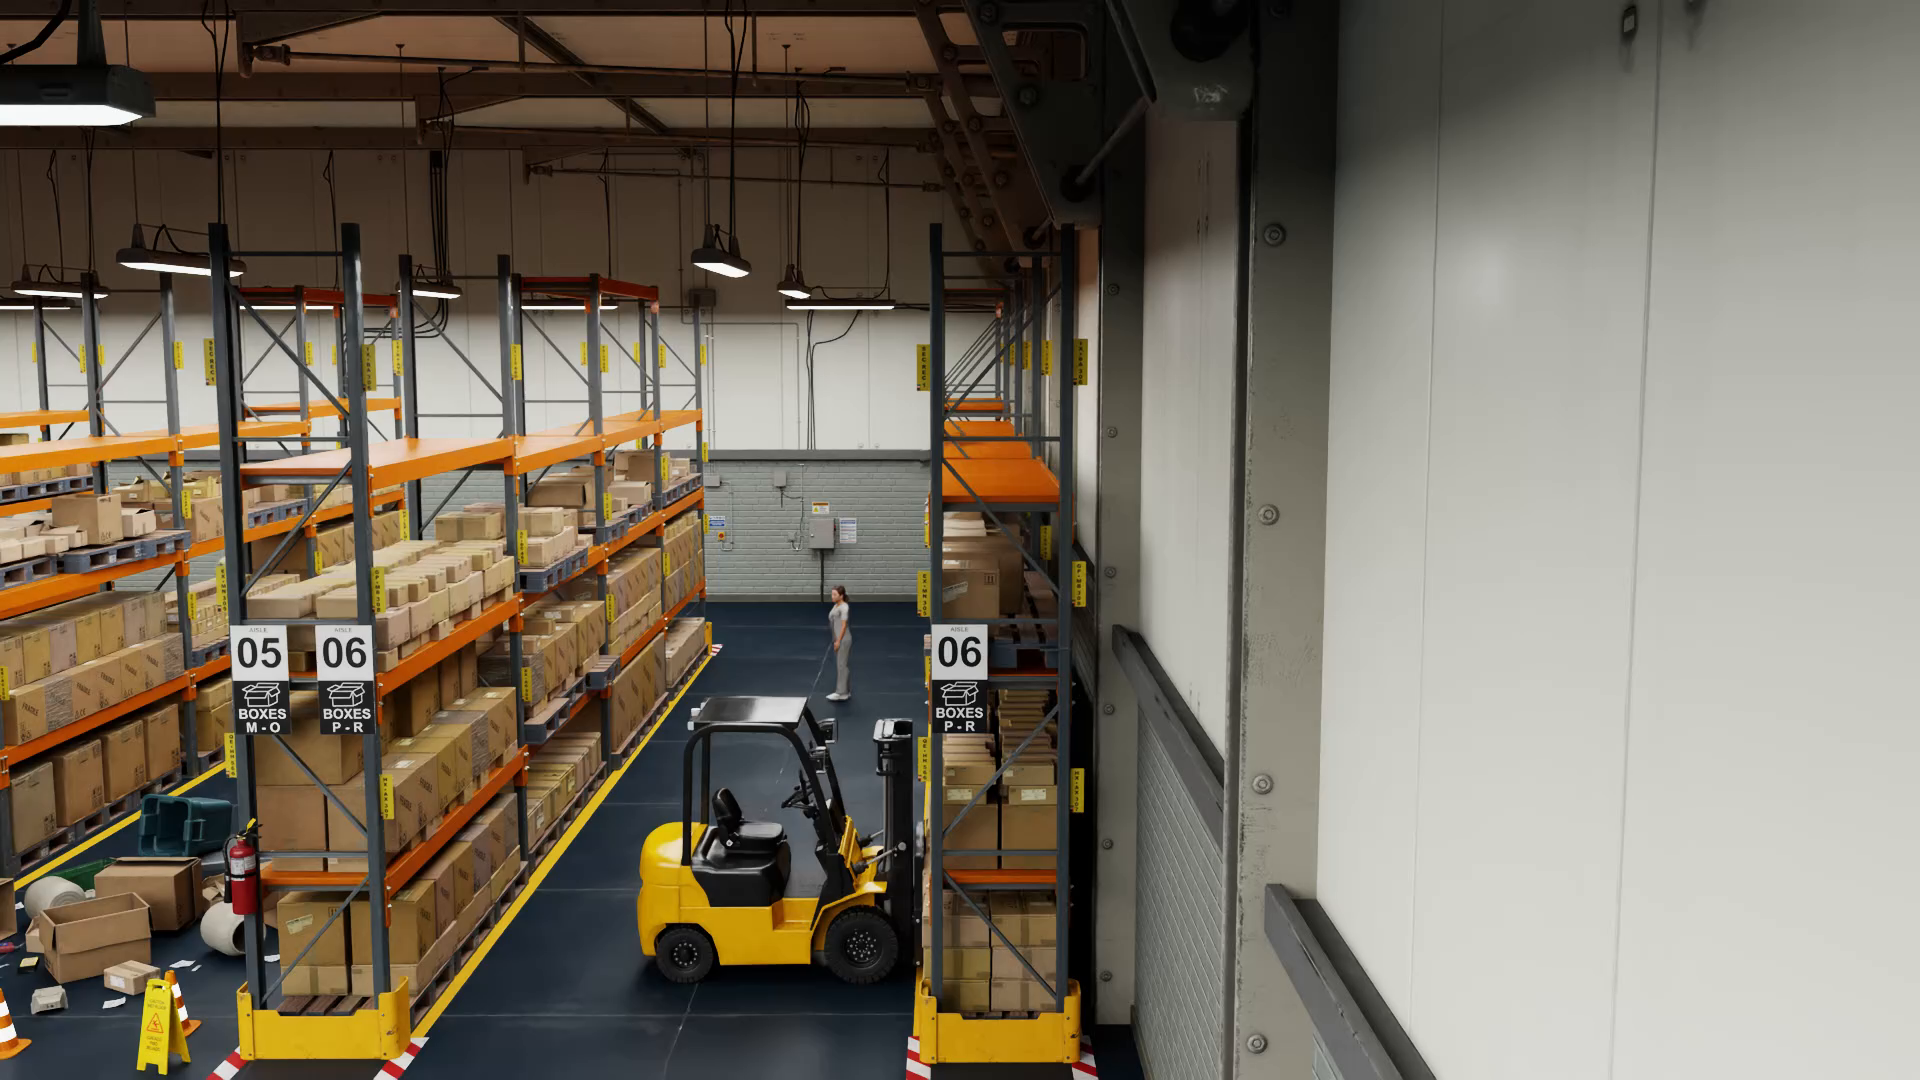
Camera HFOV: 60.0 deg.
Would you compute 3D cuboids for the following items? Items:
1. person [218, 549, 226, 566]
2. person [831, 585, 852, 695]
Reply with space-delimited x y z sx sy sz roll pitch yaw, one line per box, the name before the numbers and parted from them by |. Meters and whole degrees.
person | -13.184 0.823 30.140 0.595 1.567 0.904 0 7 -4
person | -1.747 1.454 24.321 0.325 1.605 0.450 -2 7 -19
